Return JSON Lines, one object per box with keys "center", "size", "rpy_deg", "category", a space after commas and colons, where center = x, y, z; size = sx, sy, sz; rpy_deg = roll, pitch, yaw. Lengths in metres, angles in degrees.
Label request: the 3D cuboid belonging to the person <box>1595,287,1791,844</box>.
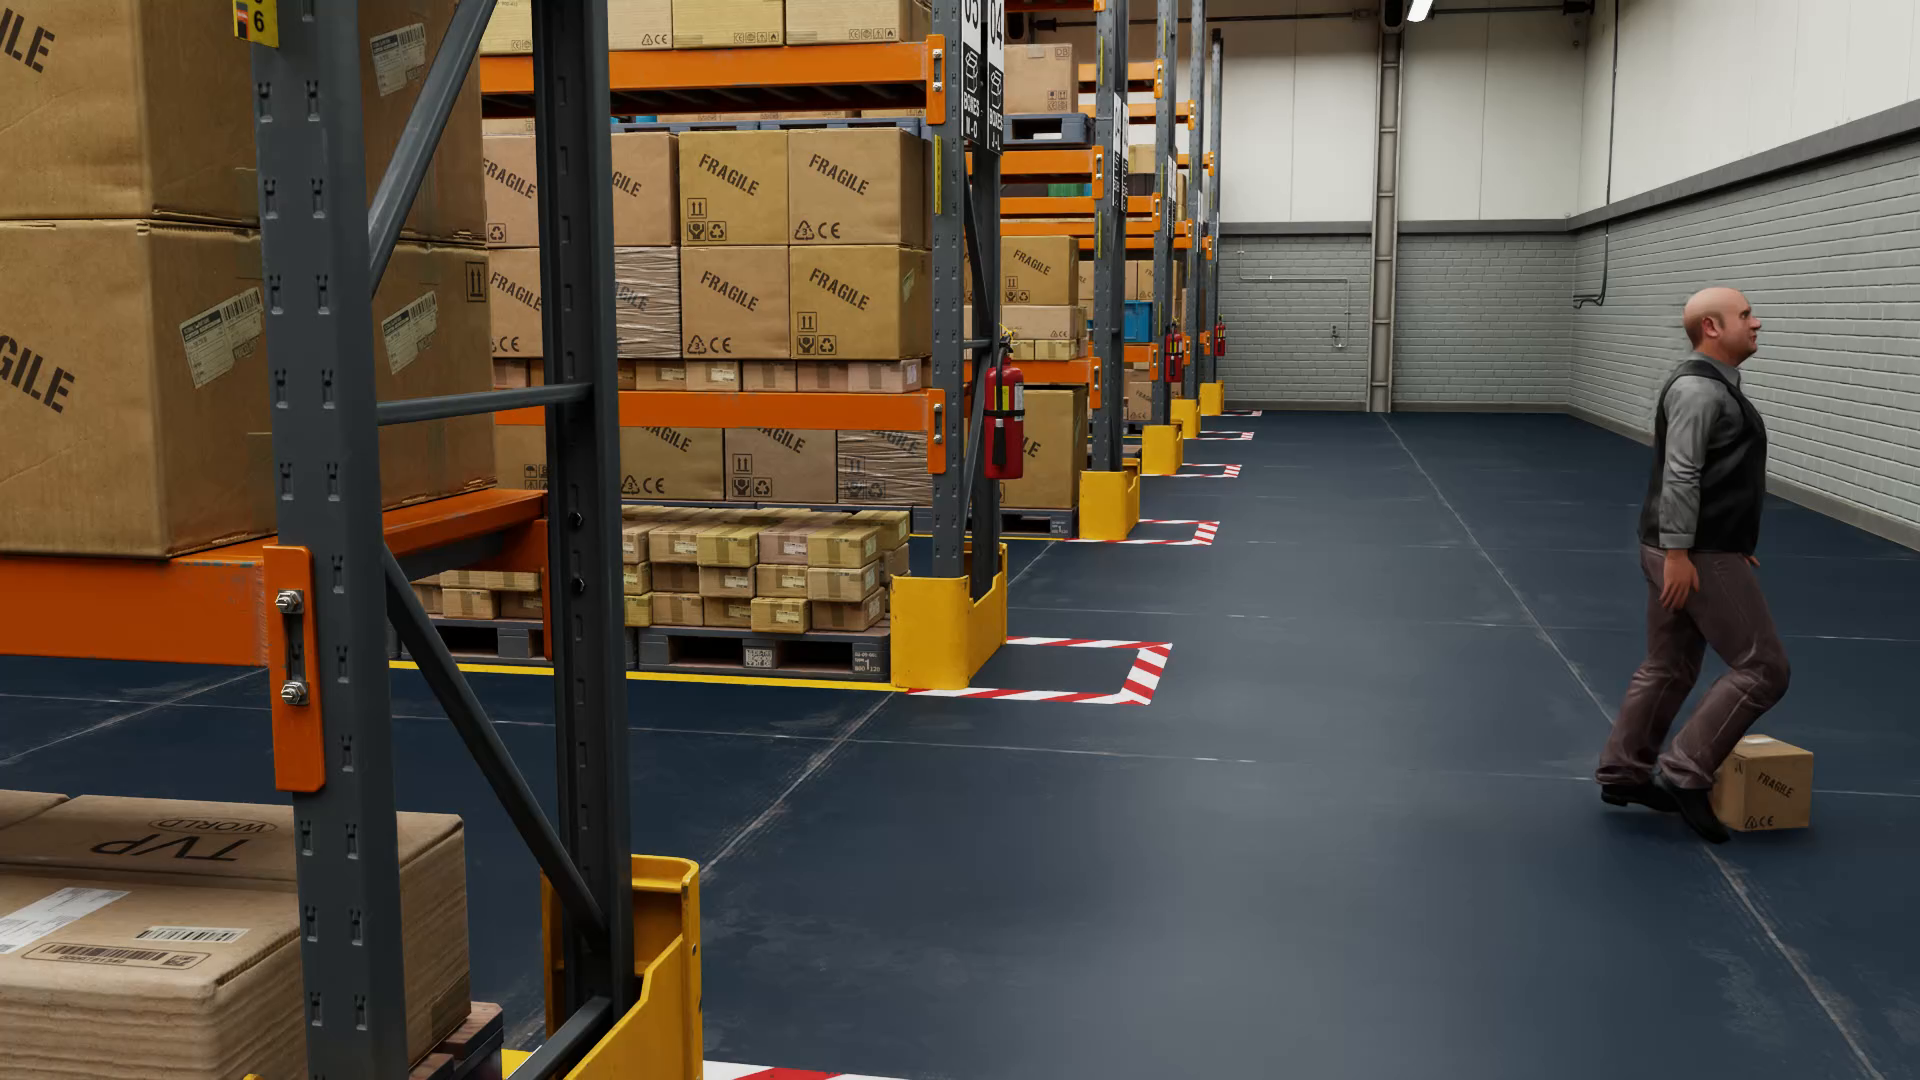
{"center": [2.363, 0.078, 5.326], "size": [0.541, 1.760, 0.567], "rpy_deg": [3, 8, 20], "category": "person"}
